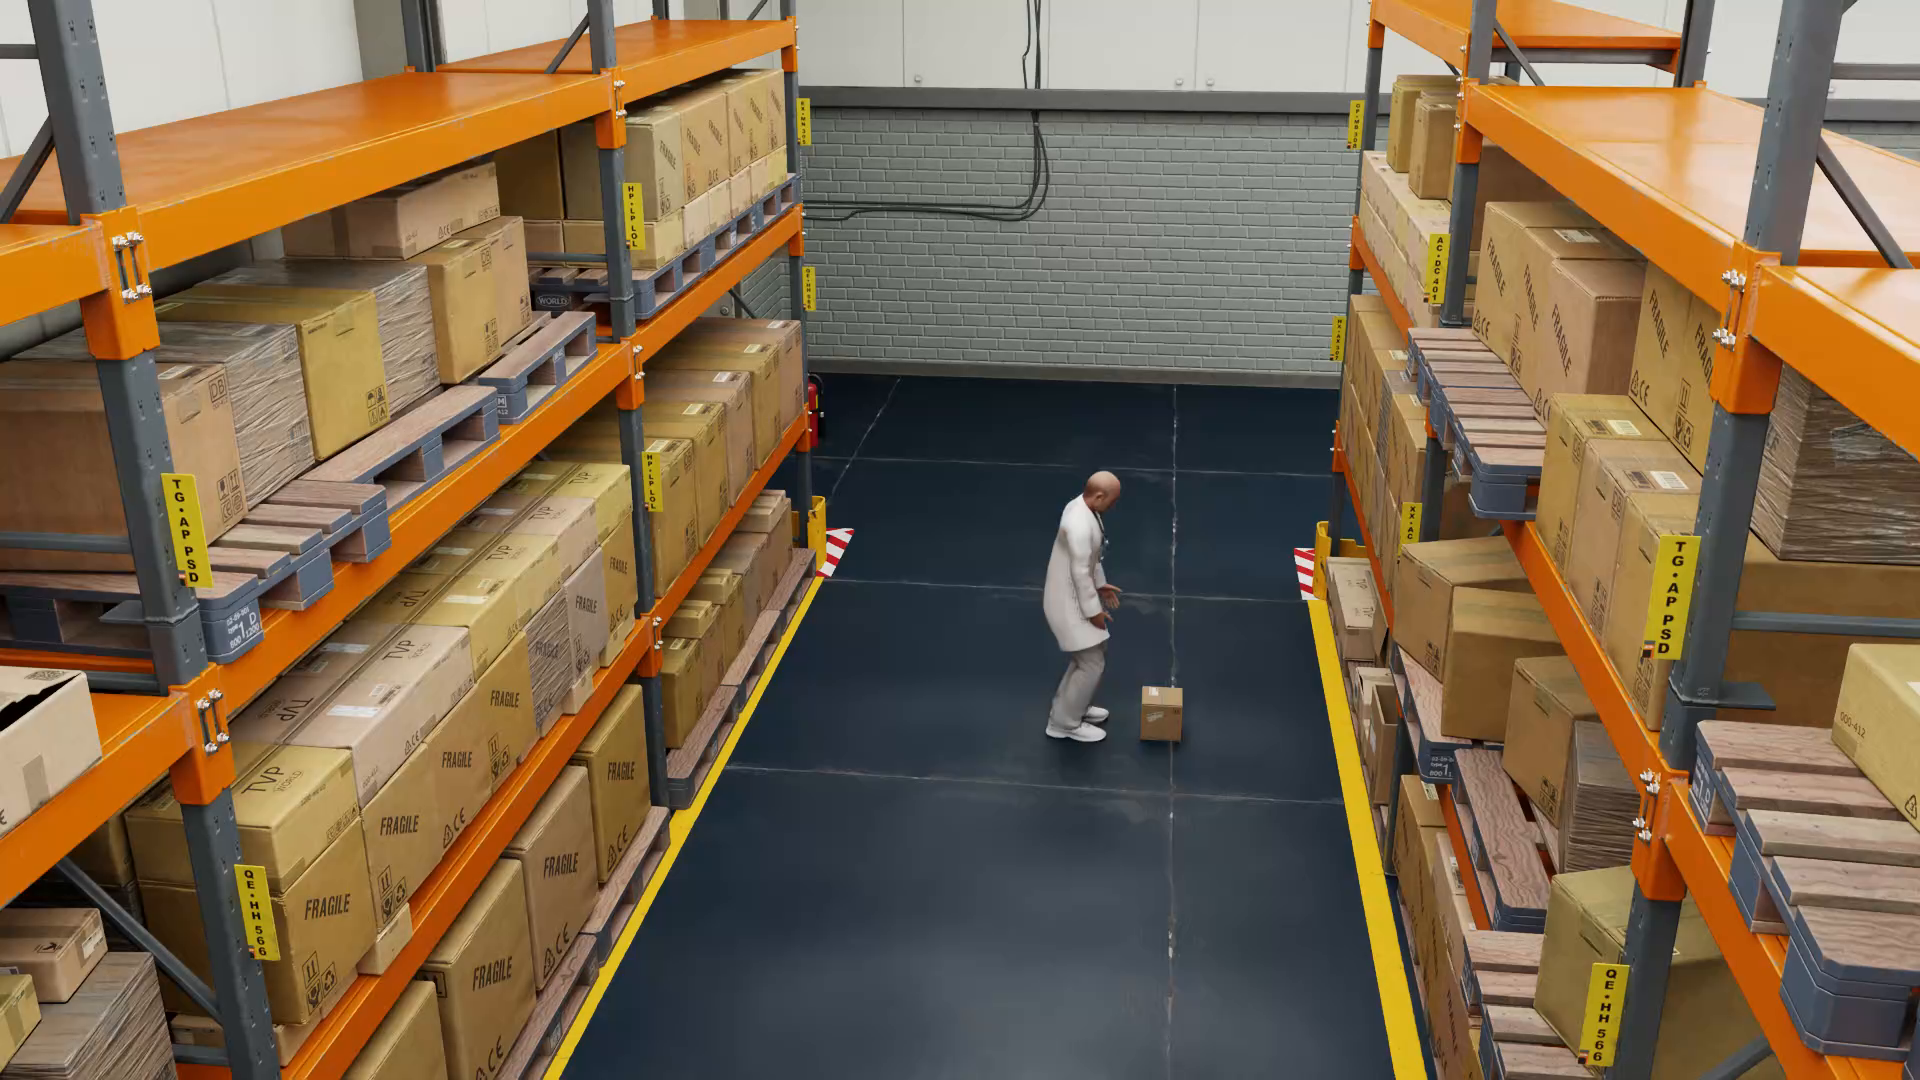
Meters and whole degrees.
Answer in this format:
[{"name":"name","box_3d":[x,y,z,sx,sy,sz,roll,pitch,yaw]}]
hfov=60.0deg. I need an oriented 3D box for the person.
[{"name":"person","box_3d":[0.754,0.387,10.222,0.459,1.693,0.599,3,21,8]}]
